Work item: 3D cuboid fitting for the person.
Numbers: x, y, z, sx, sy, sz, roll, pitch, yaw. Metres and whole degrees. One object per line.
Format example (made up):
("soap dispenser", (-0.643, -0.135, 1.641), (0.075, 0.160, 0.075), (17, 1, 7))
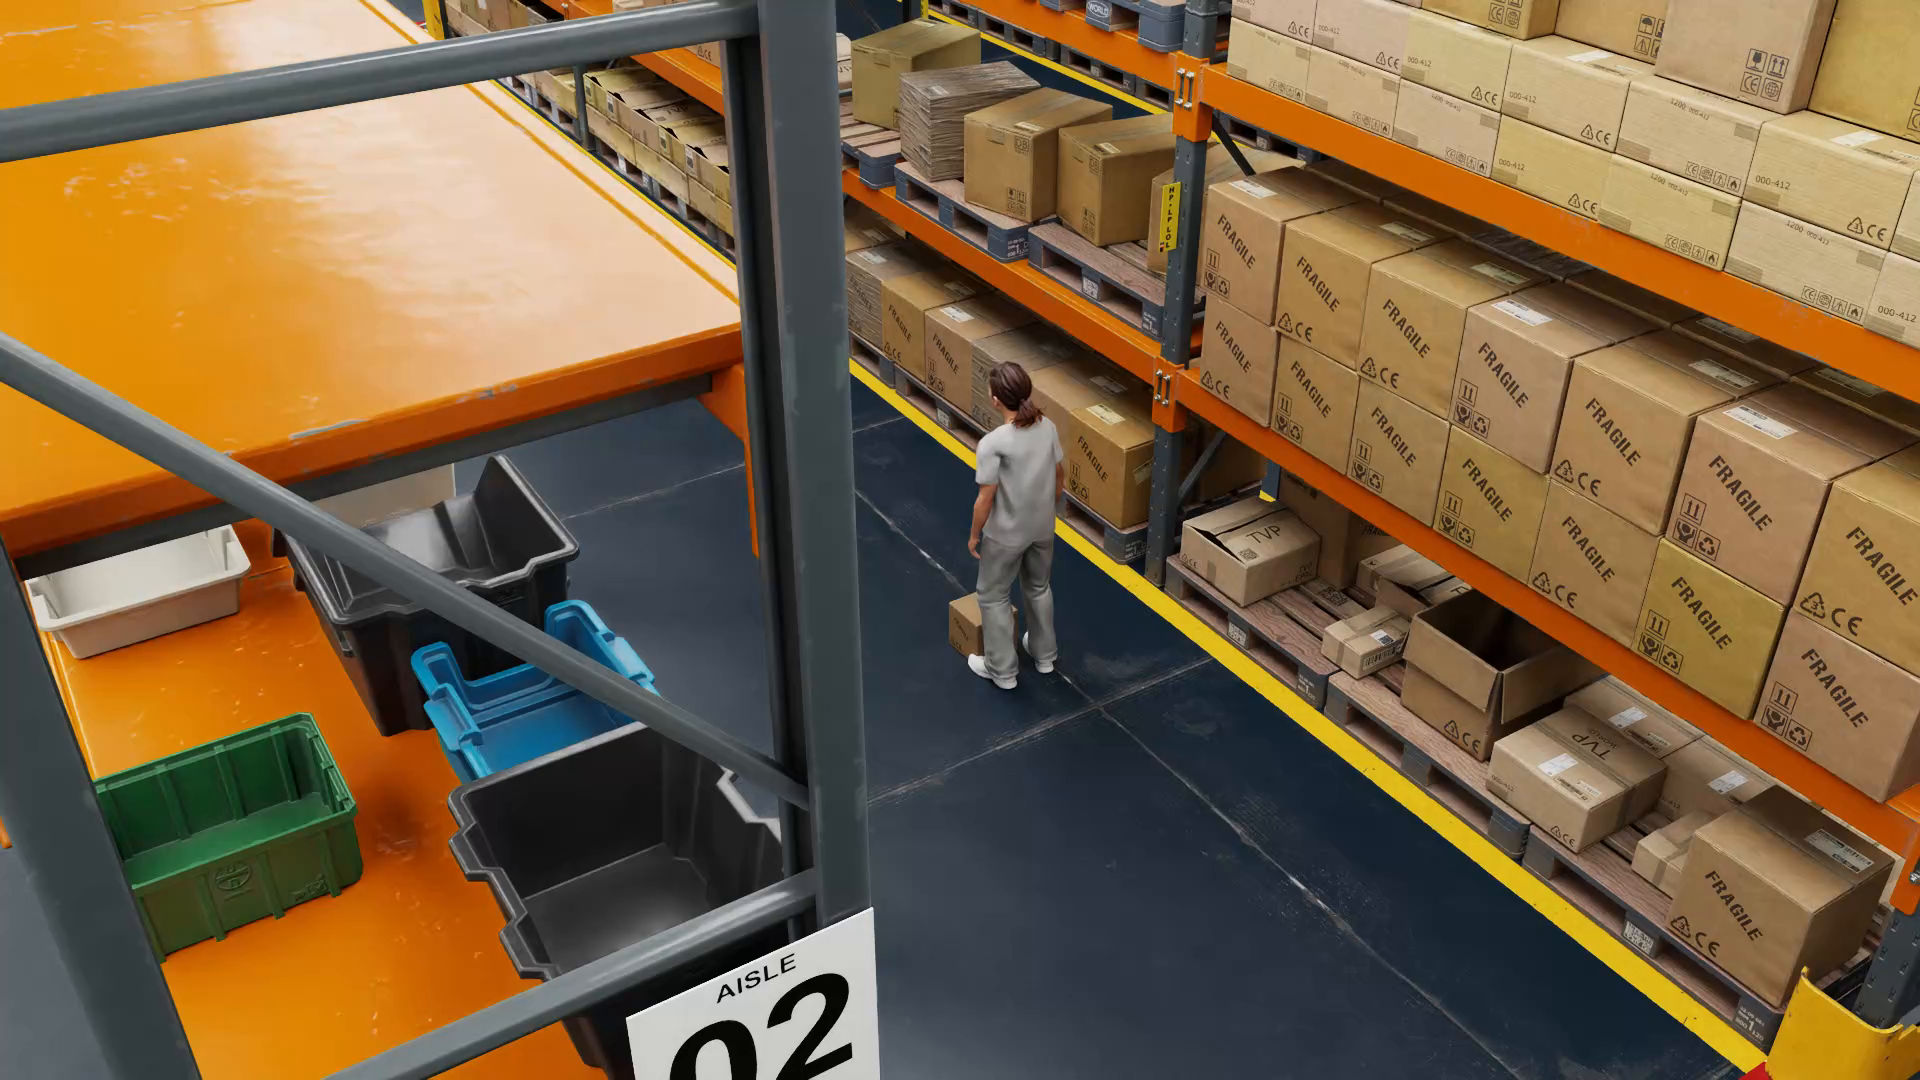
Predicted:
("person", (0.260, -0.056, 7.789), (0.486, 1.673, 0.358), (-19, 37, -27))
